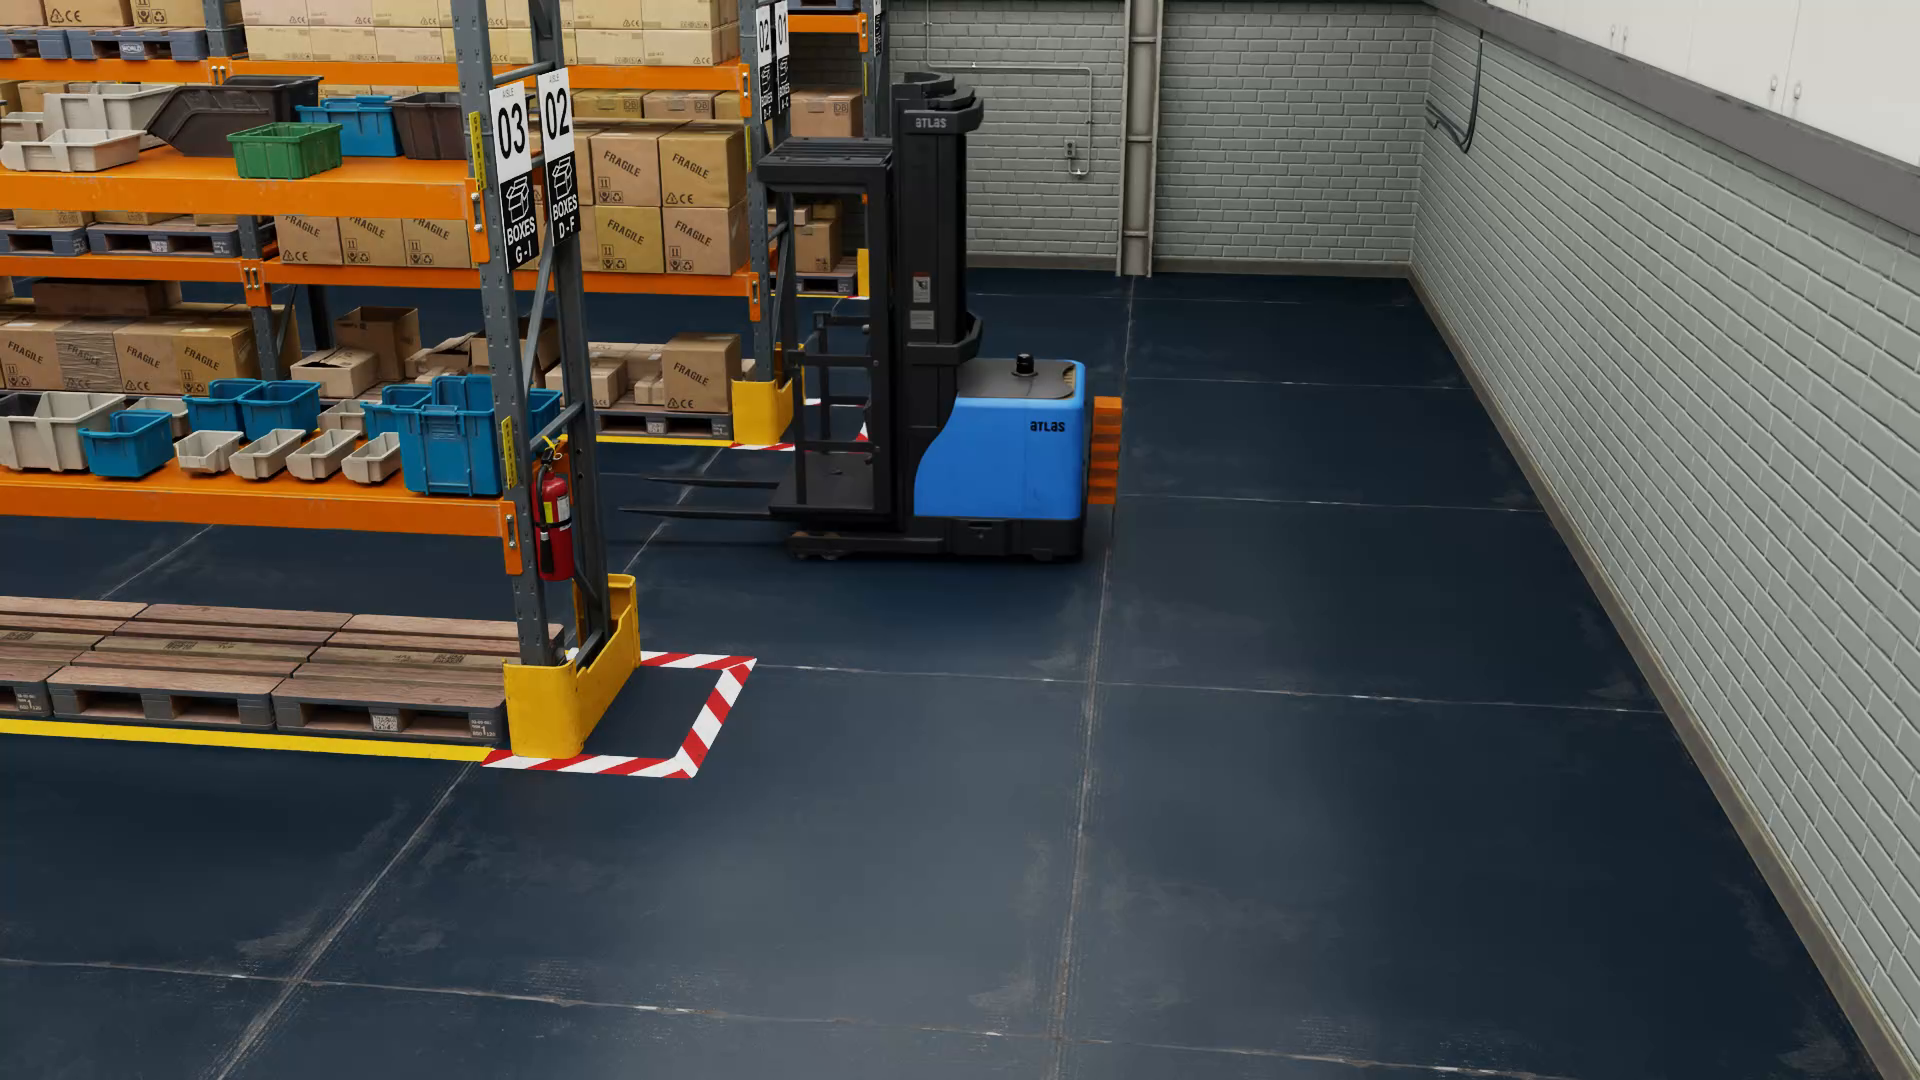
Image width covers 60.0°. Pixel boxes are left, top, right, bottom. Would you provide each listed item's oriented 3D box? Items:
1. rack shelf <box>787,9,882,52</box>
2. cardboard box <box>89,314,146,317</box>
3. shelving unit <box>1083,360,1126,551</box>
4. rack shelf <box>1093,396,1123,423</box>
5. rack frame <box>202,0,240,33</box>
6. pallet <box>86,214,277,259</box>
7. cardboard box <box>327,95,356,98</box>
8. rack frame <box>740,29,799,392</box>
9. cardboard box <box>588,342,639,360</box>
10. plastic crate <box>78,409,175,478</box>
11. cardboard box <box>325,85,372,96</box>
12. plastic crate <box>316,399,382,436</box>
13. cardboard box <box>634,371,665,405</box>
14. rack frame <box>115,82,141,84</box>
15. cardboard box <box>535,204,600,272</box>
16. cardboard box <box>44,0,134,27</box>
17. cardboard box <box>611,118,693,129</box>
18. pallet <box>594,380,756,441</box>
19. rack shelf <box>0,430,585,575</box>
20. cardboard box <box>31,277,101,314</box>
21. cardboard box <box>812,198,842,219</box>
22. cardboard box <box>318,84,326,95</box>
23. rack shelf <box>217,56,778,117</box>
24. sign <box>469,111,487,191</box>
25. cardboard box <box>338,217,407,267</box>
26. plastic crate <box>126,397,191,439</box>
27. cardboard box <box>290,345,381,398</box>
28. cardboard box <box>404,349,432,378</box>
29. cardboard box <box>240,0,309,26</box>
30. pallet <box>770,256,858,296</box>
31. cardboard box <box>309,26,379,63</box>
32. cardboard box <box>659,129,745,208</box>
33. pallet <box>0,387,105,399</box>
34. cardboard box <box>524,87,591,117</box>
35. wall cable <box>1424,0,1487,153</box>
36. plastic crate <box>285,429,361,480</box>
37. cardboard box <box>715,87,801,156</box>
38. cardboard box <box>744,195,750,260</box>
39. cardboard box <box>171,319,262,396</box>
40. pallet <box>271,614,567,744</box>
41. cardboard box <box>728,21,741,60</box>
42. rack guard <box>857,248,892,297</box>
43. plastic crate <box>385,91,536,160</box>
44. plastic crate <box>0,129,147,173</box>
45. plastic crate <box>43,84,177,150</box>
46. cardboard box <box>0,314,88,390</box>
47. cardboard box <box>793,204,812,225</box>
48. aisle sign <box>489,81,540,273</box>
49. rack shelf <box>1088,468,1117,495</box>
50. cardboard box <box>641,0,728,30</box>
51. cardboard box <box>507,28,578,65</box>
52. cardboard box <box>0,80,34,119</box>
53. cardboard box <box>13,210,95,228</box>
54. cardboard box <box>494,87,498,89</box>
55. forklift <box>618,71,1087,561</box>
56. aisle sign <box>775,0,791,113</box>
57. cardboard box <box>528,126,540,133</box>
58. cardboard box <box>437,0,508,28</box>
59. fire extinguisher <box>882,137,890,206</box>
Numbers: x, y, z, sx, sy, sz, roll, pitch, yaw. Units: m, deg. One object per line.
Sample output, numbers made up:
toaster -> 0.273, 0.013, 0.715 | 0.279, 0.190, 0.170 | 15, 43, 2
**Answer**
rack shelf -> -2.844, -5.291, 17.141 | 4.000, 0.370, 1.077 | 2, 22, 6
cardboard box -> -6.888, -1.704, 13.971 | 0.500, 0.500, 0.500 | 3, 22, 7
shelving unit -> 0.923, -0.539, 10.661 | 0.189, 1.200, 0.258 | 3, 22, 3
rack shelf -> 0.935, -0.831, 10.545 | 0.180, 0.103, 0.258 | 3, 22, 3
rack frame -> -5.410, -5.298, 12.101 | 0.127, 3.000, 1.000 | 2, 22, 6
pallet -> -6.190, -2.493, 13.428 | 1.213, 0.211, 1.003 | 2, 22, 6
cardboard box -> -6.324, -4.482, 17.630 | 0.500, 0.500, 0.500 | 3, 22, 6
rack frame -> -1.437, -2.335, 12.766 | 0.127, 3.000, 1.000 | 2, 22, 6
cardboard box -> -2.937, -1.431, 13.622 | 0.500, 0.250, 0.500 | 2, 22, 6
plastic crate -> -4.094, -0.472, 8.200 | 0.300, 0.233, 0.416 | 2, 22, 6
cardboard box -> -6.338, -4.834, 17.500 | 0.500, 0.250, 0.500 | 3, 22, 7
plastic crate -> -3.213, -0.636, 8.747 | 0.298, 0.136, 0.250 | 2, 22, 6
cardboard box -> -2.398, -1.206, 13.166 | 0.250, 0.166, 0.380 | 2, 22, 6
rack frame -> -8.803, -4.490, 18.217 | 0.127, 3.000, 1.000 | 2, 22, 6
cardboard box -> -2.925, -2.346, 12.659 | 0.500, 0.500, 0.500 | 3, 22, 7
cardboard box -> -6.568, -4.261, 12.714 | 0.600, 0.600, 0.600 | 2, 22, 6
cardboard box -> -2.367, -2.982, 12.907 | 0.500, 0.500, 0.500 | 3, 22, 7
pallet -> -2.305, -1.076, 13.374 | 1.213, 0.211, 1.003 | 2, 22, 6
rack shelf -> -4.010, -0.279, 8.544 | 4.000, 0.370, 1.077 | 2, 22, 6
cardboard box -> -7.353, -2.074, 13.887 | 0.500, 0.250, 0.500 | 2, 22, 5
cardboard box -> -1.417, -3.540, 17.760 | 0.250, 0.149, 0.380 | 3, 22, 7
cardboard box -> -6.844, -4.856, 17.555 | 0.500, 0.250, 0.500 | 2, 22, 5
rack shelf -> -3.424, -3.482, 12.566 | 4.000, 0.370, 1.077 | 2, 22, 6
sign -> -2.073, -1.672, 7.150 | 0.005, 0.325, 0.100 | 2, 22, 6
cardboard box -> -4.427, -2.412, 12.825 | 0.500, 0.500, 0.500 | 3, 22, 7
plastic crate -> -4.232, -0.640, 8.755 | 0.466, 0.136, 0.293 | 2, 22, 6
cardboard box -> -5.018, -1.365, 13.372 | 0.500, 0.311, 0.500 | 2, 22, 6
cardboard box -> -4.431, -1.472, 13.861 | 0.250, 0.149, 0.380 | 2, 22, 6
cardboard box -> -4.956, -3.954, 12.306 | 0.500, 0.250, 0.500 | 2, 22, 6
pallet -> -1.661, -2.853, 17.870 | 1.213, 0.211, 1.003 | 2, 22, 6
cardboard box -> -4.460, -3.699, 12.340 | 0.500, 0.250, 0.500 | 2, 22, 6
cardboard box -> -1.912, -2.765, 12.359 | 0.500, 0.500, 0.500 | 2, 22, 6
pallet -> -7.437, -1.285, 13.902 | 1.213, 0.211, 1.003 | 2, 22, 6
cardboard box -> -4.294, -4.427, 17.650 | 0.700, 0.700, 0.980 | 3, 22, 7
wall cable -> 4.716, -5.115, 15.860 | 0.112, 2.526, 3.097 | 2, 22, 6
plastic crate -> -3.141, -0.419, 8.197 | 0.243, 0.136, 0.396 | 2, 22, 6
cardboard box -> -2.090, -4.329, 17.402 | 0.700, 0.700, 0.980 | 2, 22, 6
cardboard box -> -1.847, -2.497, 13.040 | 0.500, 0.500, 0.500 | 3, 22, 7
cardboard box -> -5.933, -1.467, 13.372 | 0.500, 0.500, 0.500 | 2, 22, 6
pallet -> -2.839, 0.720, 8.831 | 1.213, 0.211, 1.003 | 2, 22, 6
cardboard box -> -1.918, -3.775, 12.534 | 0.500, 0.250, 0.500 | 2, 22, 6
rack guard -> -0.834, -2.980, 17.799 | 0.348, 0.500, 1.175 | 2, 22, 6
plastic crate -> -2.374, -1.979, 7.965 | 0.590, 0.269, 0.497 | 2, 22, 6
plastic crate -> -4.105, -1.798, 7.686 | 0.530, 0.136, 0.437 | 2, 22, 6
plastic crate -> -4.189, -2.075, 8.190 | 0.530, 0.282, 0.437 | 2, 22, 6
cardboard box -> -7.427, -1.535, 13.543 | 0.500, 0.500, 0.500 | 2, 22, 4
cardboard box -> -1.714, -3.411, 17.435 | 0.250, 0.149, 0.380 | 2, 22, 6
aisle sign -> -1.987, -1.626, 7.436 | 0.004, 0.787, 0.394 | 2, 22, 6
rack shelf -> 0.918, -0.386, 10.722 | 0.180, 0.103, 0.258 | 3, 22, 3
cardboard box -> -1.978, -3.822, 11.971 | 0.500, 0.250, 0.500 | 2, 22, 6
cardboard box -> -2.972, -3.629, 12.163 | 0.500, 0.250, 0.500 | 2, 22, 6
cardboard box -> -10.510, -4.804, 18.276 | 0.500, 0.500, 0.700 | 2, 22, 6
cardboard box -> -7.171, -2.804, 13.245 | 0.500, 0.500, 0.700 | -3, 22, -7
cardboard box -> -5.257, -4.975, 17.856 | 0.500, 0.250, 0.500 | 3, 22, 8
forklift -> -0.697, -1.431, 10.574 | 3.031, 2.935, 1.130 | 2, 22, 4
aisle sign -> -1.335, -3.648, 12.552 | 0.004, 0.787, 0.394 | 2, 22, 6
cardboard box -> -3.439, -2.830, 12.522 | 0.500, 0.500, 0.500 | 3, 22, 8
cardboard box -> -3.468, -3.886, 12.133 | 0.500, 0.250, 0.500 | 2, 22, 6
fire extinguisher -> -0.763, -3.759, 16.982 | 0.183, 0.674, 0.296 | 2, 22, 6
